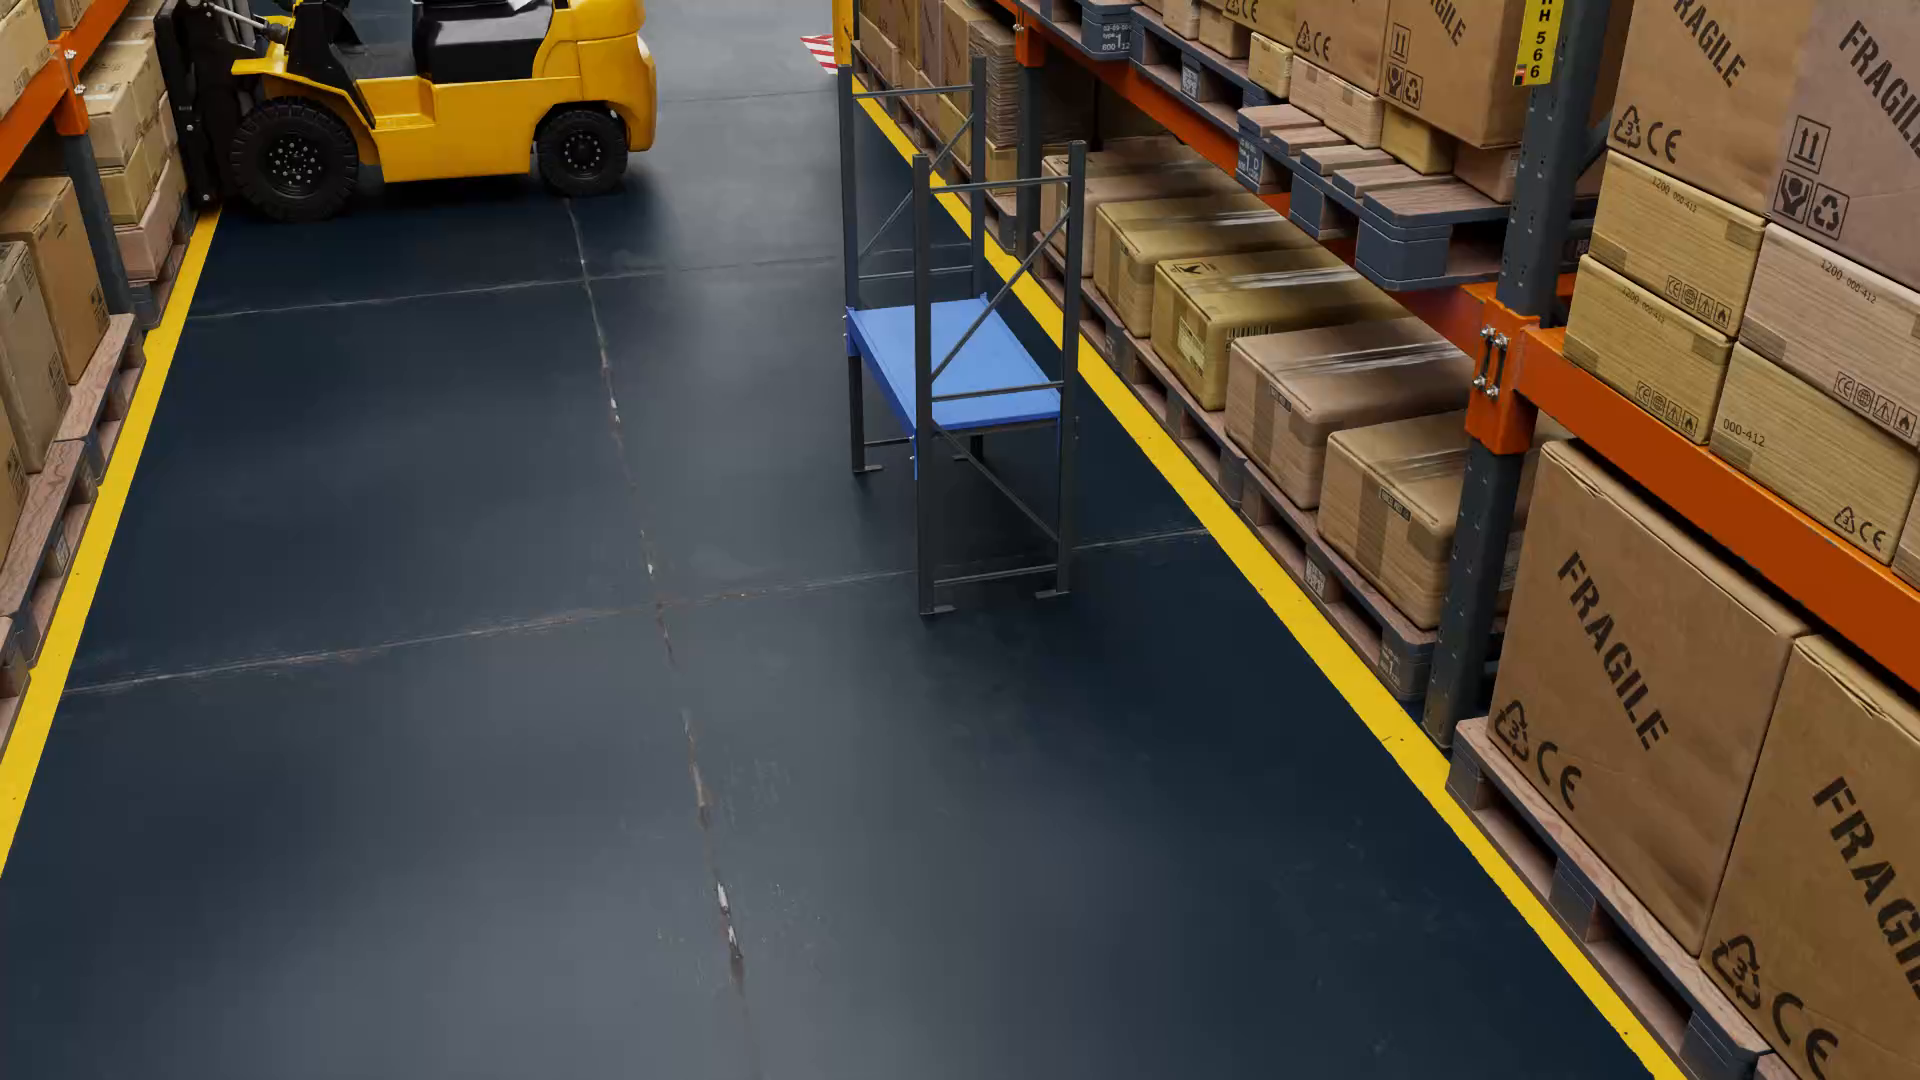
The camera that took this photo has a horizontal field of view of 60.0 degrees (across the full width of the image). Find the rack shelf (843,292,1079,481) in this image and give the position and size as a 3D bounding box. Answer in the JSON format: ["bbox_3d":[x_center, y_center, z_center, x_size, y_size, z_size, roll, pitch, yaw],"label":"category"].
[{"bbox_3d":[-0.023,-0.535,5.536,0.538,0.185,1.000,-8,31,-13],"label":"rack shelf"}]

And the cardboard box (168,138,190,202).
[{"bbox_3d":[-4.126,-1.822,8.228,0.500,0.250,0.500,-7,31,-12],"label":"cardboard box"}]

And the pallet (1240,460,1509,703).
[{"bbox_3d":[1.625,0.036,5.476,1.003,0.211,1.213,-8,31,-13],"label":"pallet"}]

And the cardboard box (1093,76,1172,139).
[{"bbox_3d":[0.873,-2.362,8.413,0.500,0.500,0.500,-6,31,-11],"label":"cardboard box"}]

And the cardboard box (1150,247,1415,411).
[{"bbox_3d":[1.291,-0.834,6.400,0.950,0.372,0.625,-7,31,-12],"label":"cardboard box"}]

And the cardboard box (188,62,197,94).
[{"bbox_3d":[-4.367,-2.519,8.935,0.500,0.250,0.500,-9,31,-14],"label":"cardboard box"}]

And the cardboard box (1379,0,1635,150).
[{"bbox_3d":[1.442,-1.329,4.236,0.500,0.500,0.500,-9,31,-15],"label":"cardboard box"}]

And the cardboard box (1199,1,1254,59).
[{"bbox_3d":[1.029,-1.731,5.577,0.380,0.149,0.250,-9,31,-15],"label":"cardboard box"}]

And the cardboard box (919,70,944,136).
[{"bbox_3d":[0.071,-2.468,9.346,0.500,0.250,0.500,-7,31,-13],"label":"cardboard box"}]

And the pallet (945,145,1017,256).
[{"bbox_3d":[0.556,-1.838,8.714,1.003,0.211,1.213,-8,31,-13],"label":"pallet"}]

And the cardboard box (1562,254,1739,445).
[{"bbox_3d":[1.718,-0.458,3.697,0.500,0.250,0.500,-8,31,-14],"label":"cardboard box"}]

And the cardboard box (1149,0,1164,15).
[{"bbox_3d":[0.909,-1.991,6.027,0.380,0.149,0.250,-8,31,-13],"label":"cardboard box"}]

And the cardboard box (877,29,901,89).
[{"bbox_3d":[-0.217,-2.975,10.220,0.500,0.250,0.500,-7,31,-11],"label":"cardboard box"}]

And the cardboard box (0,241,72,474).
[{"bbox_3d":[-3.668,-0.591,5.727,0.875,0.625,0.625,-8,31,-14],"label":"cardboard box"}]

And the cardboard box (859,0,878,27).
[{"bbox_3d":[-0.339,-3.535,10.440,0.500,0.500,0.500,-9,31,-15],"label":"cardboard box"}]

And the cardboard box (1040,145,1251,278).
[{"bbox_3d":[0.910,-1.516,7.579,0.950,0.372,0.625,-7,31,-13],"label":"cardboard box"}]

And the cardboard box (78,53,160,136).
[{"bbox_3d":[-3.968,-2.011,7.558,0.500,0.250,0.500,-8,31,-13],"label":"cardboard box"}]

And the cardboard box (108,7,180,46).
[{"bbox_3d":[-4.243,-2.504,8.410,0.500,0.250,0.500,-8,31,-14],"label":"cardboard box"}]

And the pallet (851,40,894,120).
[{"bbox_3d":[-0.091,-3.016,10.750,1.003,0.211,1.213,-8,31,-13],"label":"pallet"}]

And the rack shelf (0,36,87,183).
[{"bbox_3d":[-3.485,-0.786,4.831,1.077,0.370,4.000,-8,31,-13],"label":"rack shelf"}]

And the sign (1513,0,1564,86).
[{"bbox_3d":[1.310,-1.183,3.723,0.100,0.325,0.005,-8,31,-13],"label":"sign"}]

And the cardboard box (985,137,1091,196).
[{"bbox_3d":[0.353,-1.966,8.478,0.500,0.250,0.500,-6,31,-11],"label":"cardboard box"}]

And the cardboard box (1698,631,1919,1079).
[{"bbox_3d":[2.166,0.721,3.212,0.875,0.875,0.875,-7,31,-13],"label":"cardboard box"}]

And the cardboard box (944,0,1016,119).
[{"bbox_3d":[0.216,-2.537,8.715,0.500,0.500,0.500,-7,31,-12],"label":"cardboard box"}]

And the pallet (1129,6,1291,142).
[{"bbox_3d":[1.266,-1.660,5.816,1.003,0.211,1.213,-8,31,-13],"label":"pallet"}]

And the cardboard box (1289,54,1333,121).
[{"bbox_3d":[1.207,-1.351,4.922,0.380,0.149,0.250,-9,31,-16],"label":"cardboard box"}]

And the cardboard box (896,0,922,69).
[{"bbox_3d":[-0.070,-3.040,9.585,0.500,0.500,0.500,-7,31,-12],"label":"cardboard box"}]

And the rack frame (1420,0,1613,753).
[{"bbox_3d":[1.831,-0.793,4.125,1.000,3.000,0.127,-8,31,-13],"label":"rack frame"}]

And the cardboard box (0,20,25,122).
[{"bbox_3d":[-3.491,-1.547,5.579,0.500,0.250,0.500,-8,31,-14],"label":"cardboard box"}]

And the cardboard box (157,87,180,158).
[{"bbox_3d":[-4.104,-2.033,8.095,0.500,0.250,0.500,-8,31,-14],"label":"cardboard box"}]

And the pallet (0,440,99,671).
[{"bbox_3d":[-3.455,0.085,5.393,1.003,0.211,1.213,-8,31,-13],"label":"pallet"}]

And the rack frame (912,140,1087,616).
[{"bbox_3d":[0.112,-0.445,5.021,0.500,1.500,0.032,-8,31,-13],"label":"rack frame"}]

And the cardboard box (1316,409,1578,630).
[{"bbox_3d":[1.690,-0.112,5.152,0.950,0.372,0.625,-10,32,-17],"label":"cardboard box"}]

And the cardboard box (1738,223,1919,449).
[{"bbox_3d":[1.863,-0.417,3.127,0.500,0.250,0.500,-7,31,-12],"label":"cardboard box"}]

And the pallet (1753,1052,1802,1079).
[{"bbox_3d":[2.287,1.393,3.133,1.003,0.211,1.213,-8,31,-13],"label":"pallet"}]

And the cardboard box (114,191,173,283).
[{"bbox_3d":[-3.825,-1.332,7.383,0.500,0.250,0.500,-8,31,-13],"label":"cardboard box"}]

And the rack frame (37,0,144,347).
[{"bbox_3d":[-4.016,-2.063,6.320,1.000,3.000,0.127,-8,31,-13],"label":"rack frame"}]

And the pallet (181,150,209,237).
[{"bbox_3d":[-4.514,-1.836,8.711,1.003,0.211,1.213,-8,31,-13],"label":"pallet"}]

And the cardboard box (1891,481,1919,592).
[{"bbox_3d":[2.005,0.042,2.833,0.500,0.250,0.500,-7,31,-12],"label":"cardboard box"}]

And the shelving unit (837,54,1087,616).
[{"bbox_3d":[-0.023,-0.690,5.445,0.538,1.500,1.048,-8,31,-13],"label":"shelving unit"}]

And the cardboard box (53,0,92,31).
[{"bbox_3d":[-3.882,-2.355,6.725,0.500,0.500,0.500,-9,31,-15],"label":"cardboard box"}]

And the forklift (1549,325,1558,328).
[{"bbox_3d":[3.094,-2.291,6.783,1.130,2.935,3.031,3,30,5],"label":"forklift"}]

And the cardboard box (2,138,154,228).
[{"bbox_3d":[-3.847,-1.546,7.253,0.500,0.250,0.500,-8,31,-14],"label":"cardboard box"}]

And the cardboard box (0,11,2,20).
[{"bbox_3d":[-3.496,-1.764,5.454,0.500,0.250,0.500,-9,31,-15],"label":"cardboard box"}]

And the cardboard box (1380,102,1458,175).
[{"bbox_3d":[1.376,-1.113,4.510,0.380,0.149,0.250,-7,31,-13],"label":"cardboard box"}]

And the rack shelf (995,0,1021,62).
[{"bbox_3d":[0.238,-3.379,9.312,1.077,0.370,4.000,-8,31,-13],"label":"rack shelf"}]

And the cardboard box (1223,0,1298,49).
[{"bbox_3d":[1.159,-1.821,5.086,0.500,0.500,0.500,-10,32,-17],"label":"cardboard box"}]

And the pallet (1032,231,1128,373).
[{"bbox_3d":[0.977,-1.142,7.512,1.003,0.211,1.213,-8,31,-13],"label":"pallet"}]

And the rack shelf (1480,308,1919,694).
[{"bbox_3d":[2.361,0.484,2.637,1.077,0.370,4.000,-8,31,-13],"label":"rack shelf"}]

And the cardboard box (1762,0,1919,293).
[{"bbox_3d":[1.867,-0.760,2.971,0.500,0.500,0.500,-8,31,-13],"label":"cardboard box"}]
